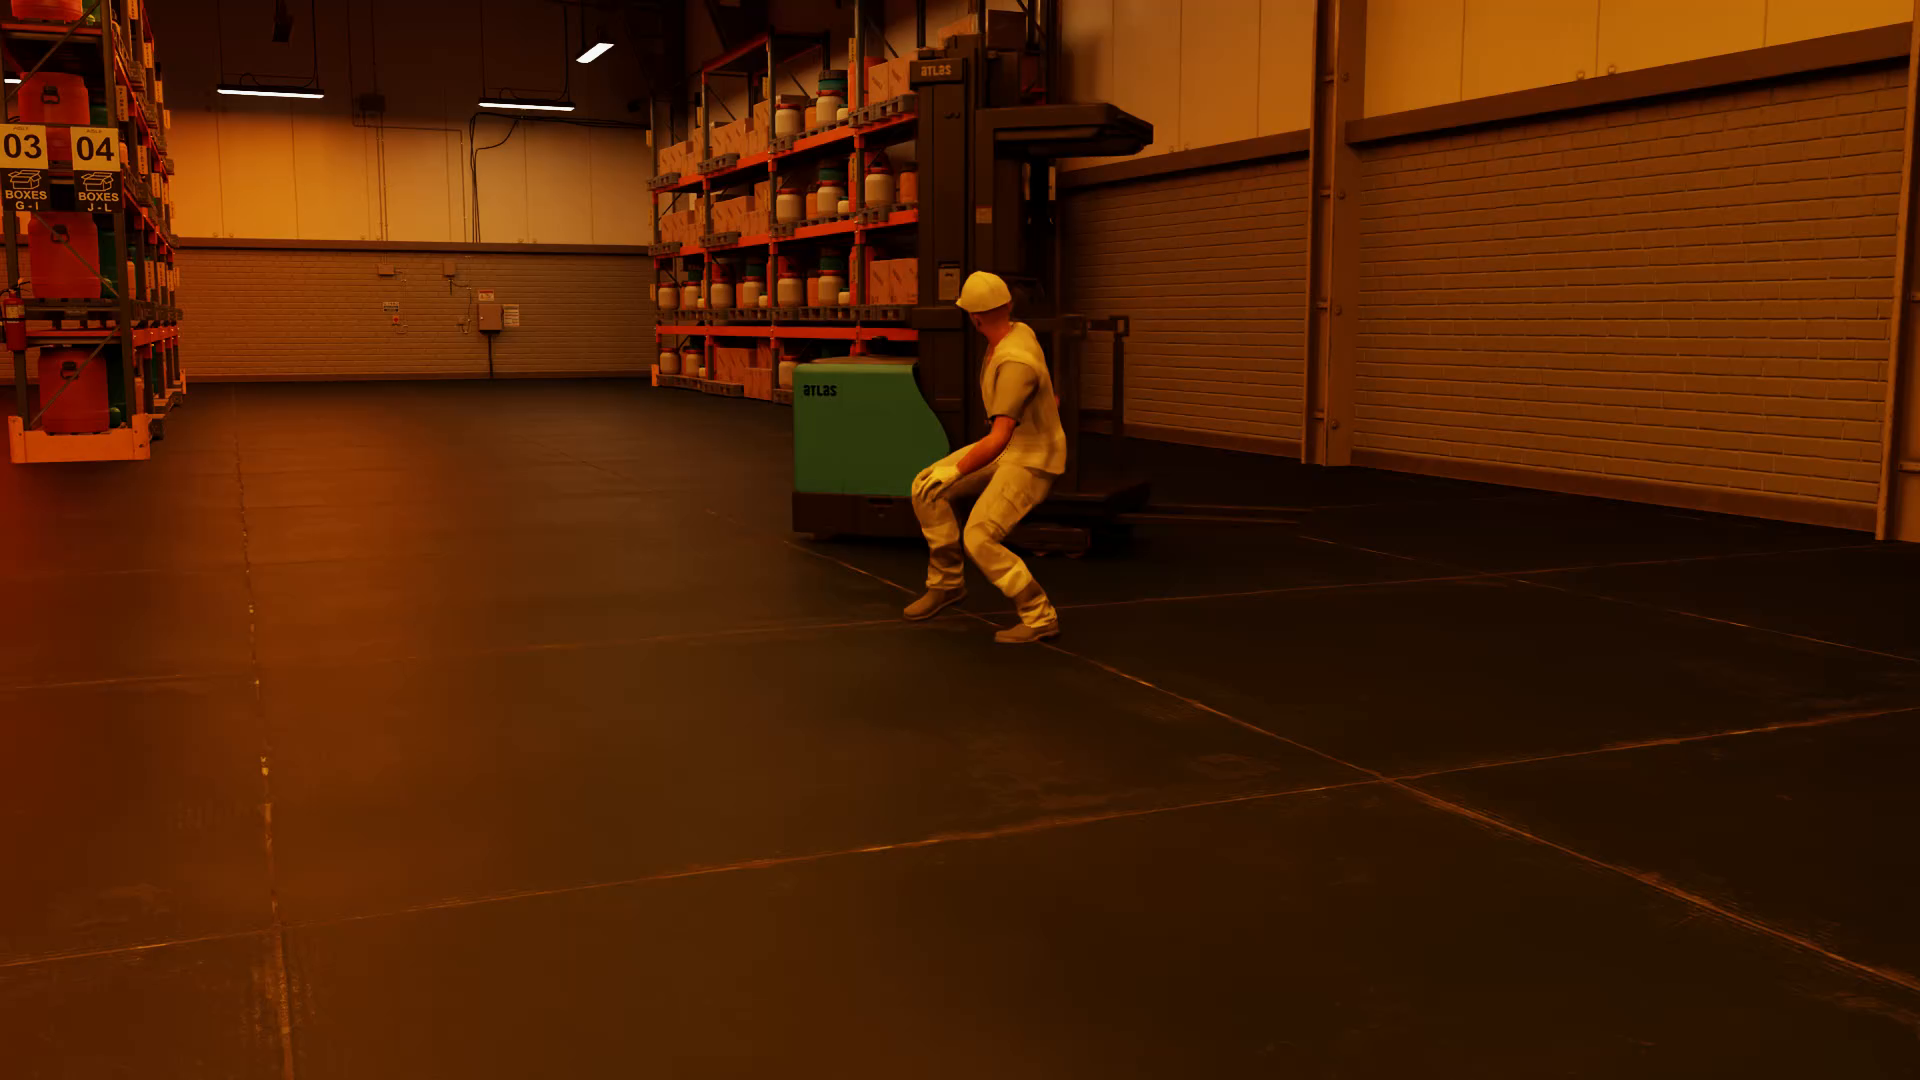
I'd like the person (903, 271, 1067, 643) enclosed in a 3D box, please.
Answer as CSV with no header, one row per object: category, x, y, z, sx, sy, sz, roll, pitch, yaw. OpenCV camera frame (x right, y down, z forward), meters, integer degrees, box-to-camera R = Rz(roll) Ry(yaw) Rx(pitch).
person,0.102,-0.358,7.089,0.738,1.550,0.789,-2,8,-18

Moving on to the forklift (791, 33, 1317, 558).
forklift,0.556,-1.430,9.789,3.031,2.935,1.130,3,8,19
